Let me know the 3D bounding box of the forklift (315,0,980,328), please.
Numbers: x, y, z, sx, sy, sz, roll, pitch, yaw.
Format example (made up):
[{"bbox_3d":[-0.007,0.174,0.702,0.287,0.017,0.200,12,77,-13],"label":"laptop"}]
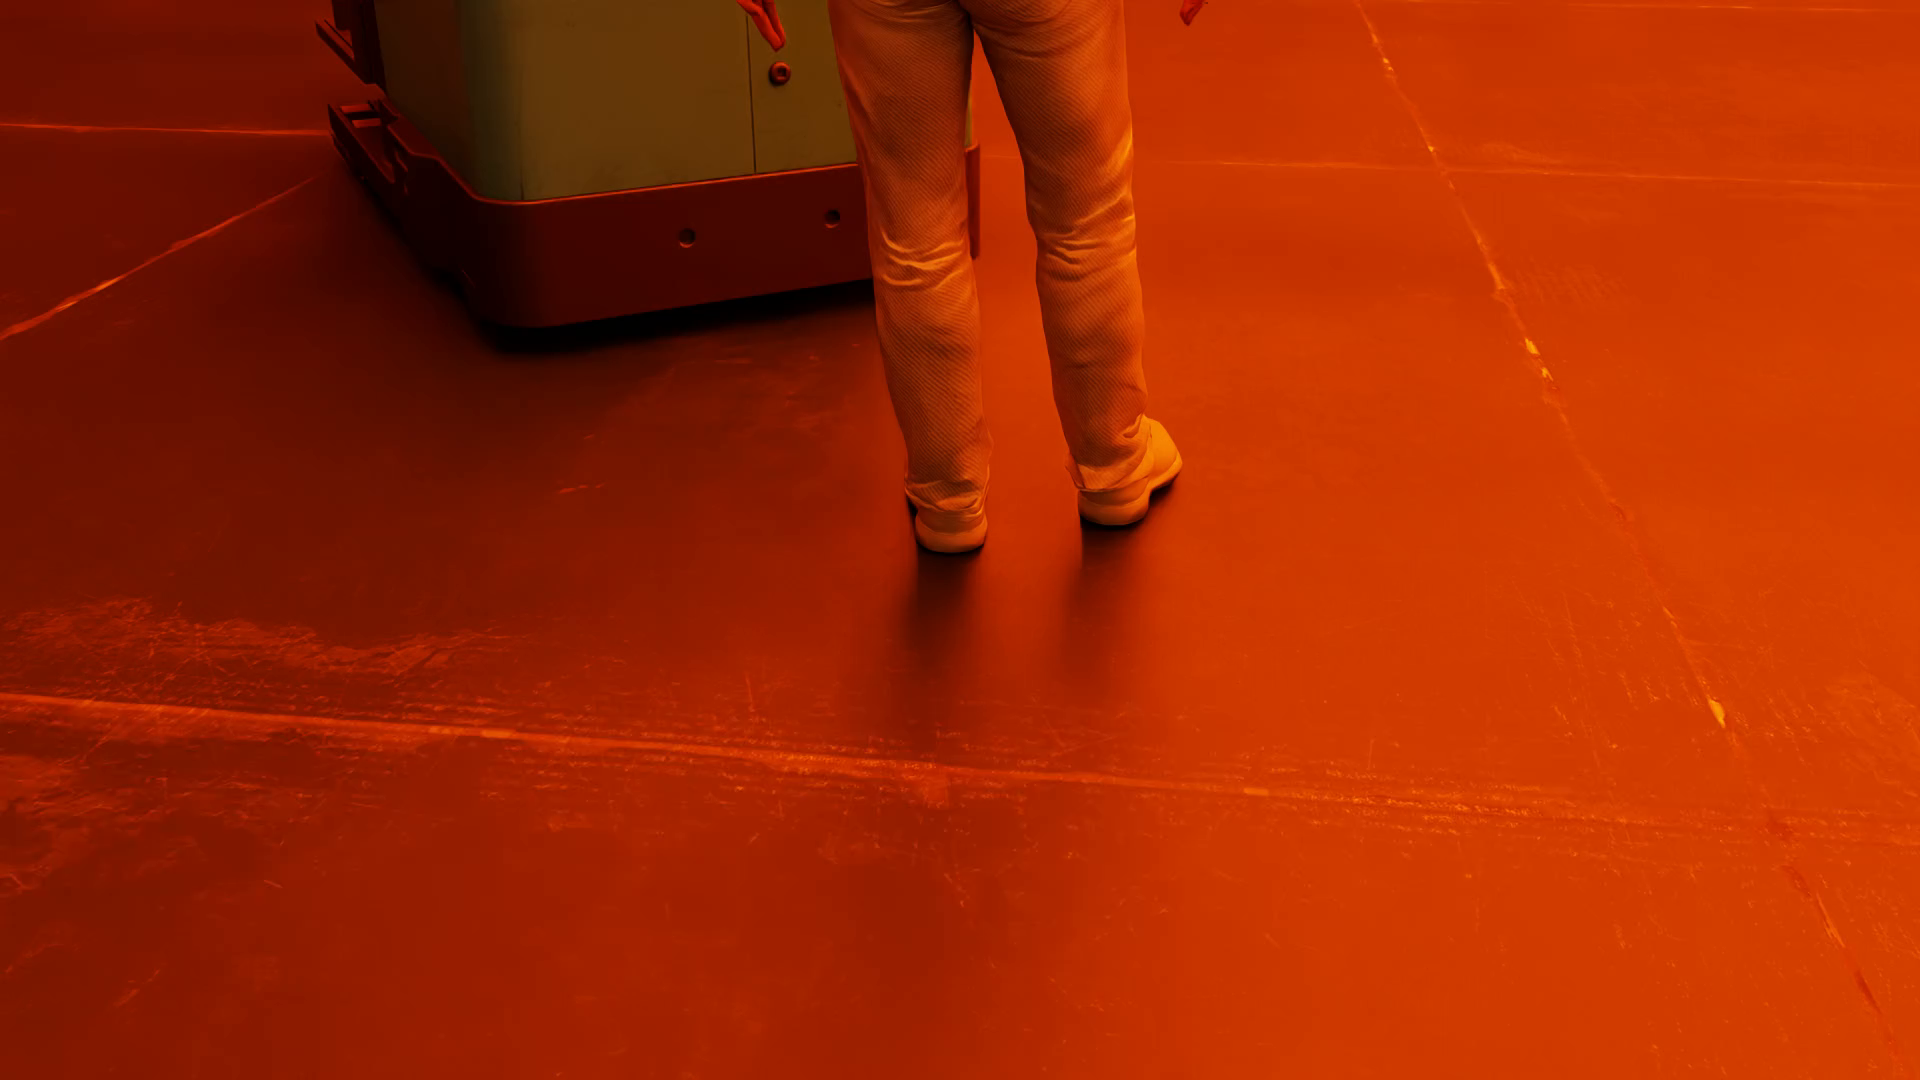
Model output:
[{"bbox_3d":[-1.072,-2.339,3.905,1.130,2.935,3.031,-13,29,-24],"label":"forklift"}]

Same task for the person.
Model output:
[{"bbox_3d":[0.014,-0.827,2.164,0.666,1.768,0.575,3,27,7],"label":"person"}]
